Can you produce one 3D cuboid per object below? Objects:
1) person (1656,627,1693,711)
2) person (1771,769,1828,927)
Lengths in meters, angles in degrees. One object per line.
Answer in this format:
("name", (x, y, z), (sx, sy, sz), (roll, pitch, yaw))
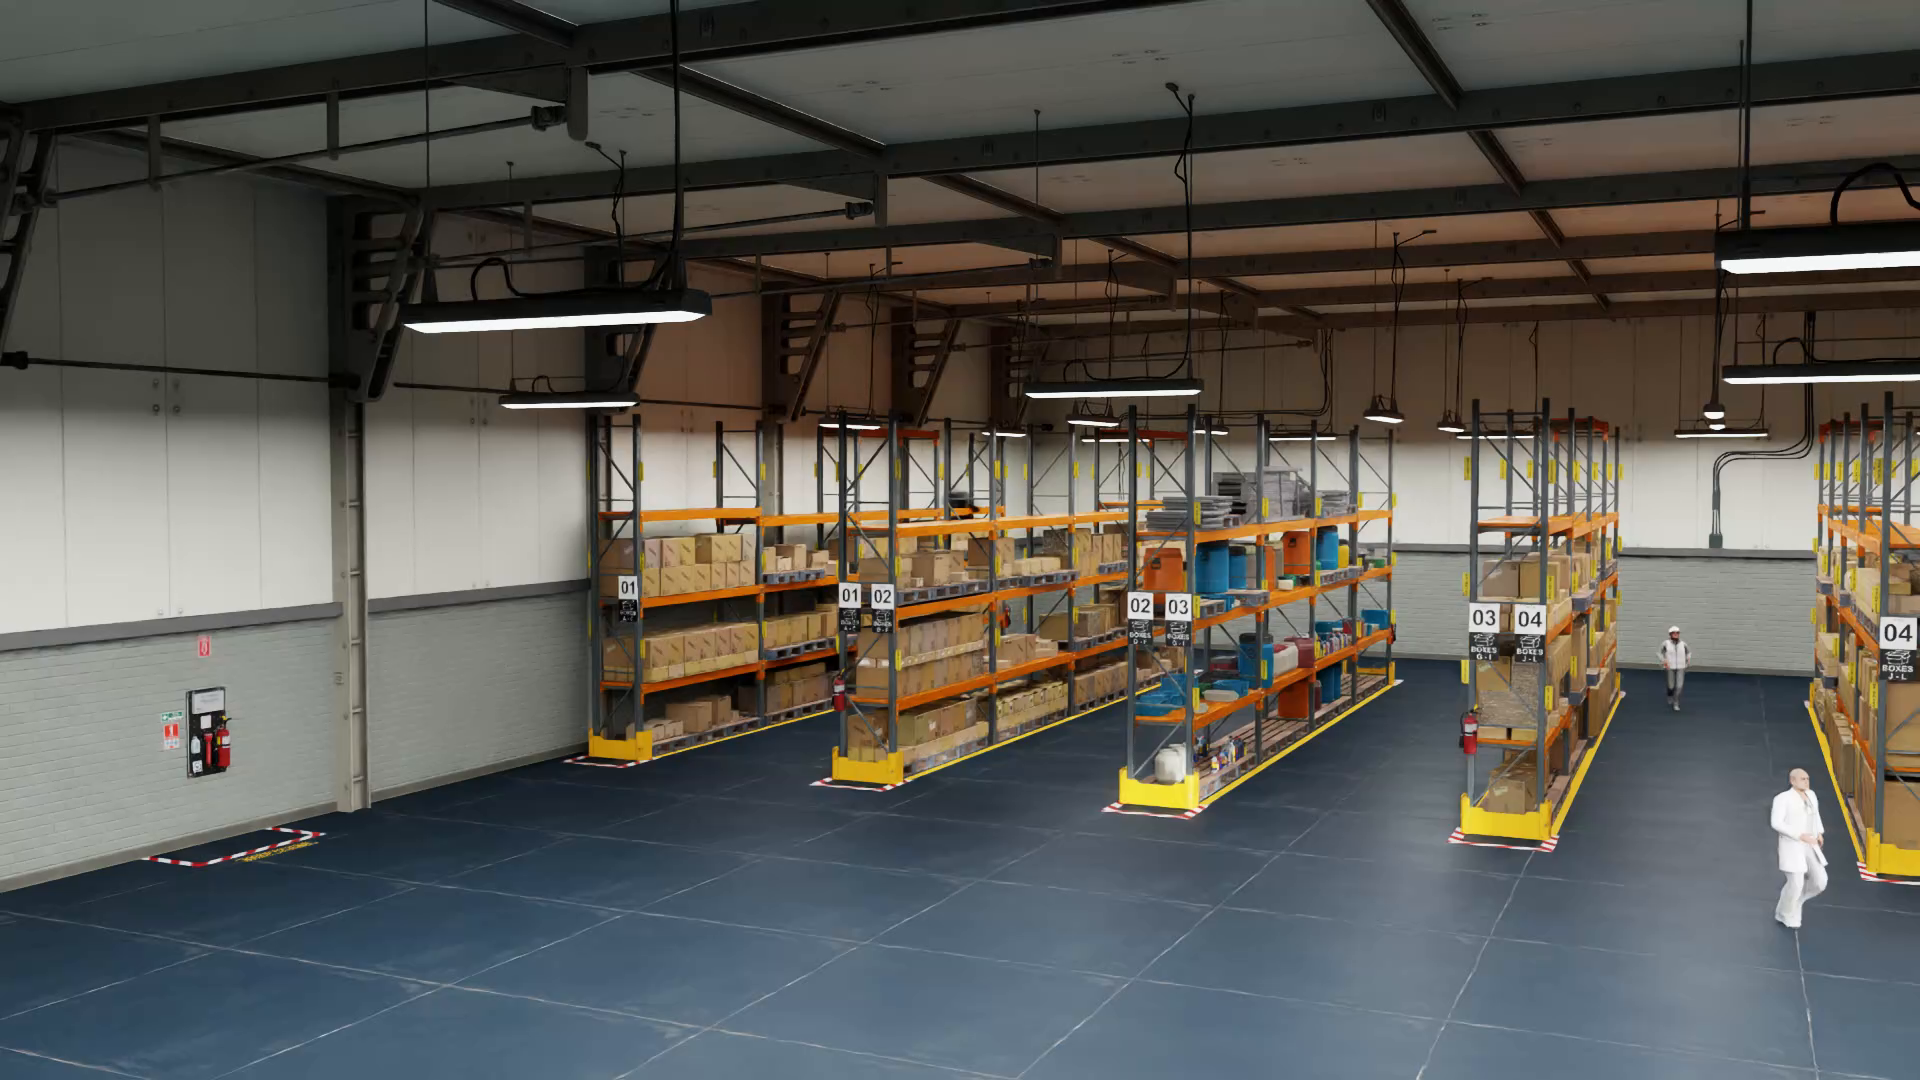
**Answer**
("person", (15.088, 2.705, 35.104), (0.714, 1.758, 0.627), (0, 2, 11))
("person", (9.228, 3.375, 18.201), (0.750, 1.742, 0.642), (-1, 2, -17))
